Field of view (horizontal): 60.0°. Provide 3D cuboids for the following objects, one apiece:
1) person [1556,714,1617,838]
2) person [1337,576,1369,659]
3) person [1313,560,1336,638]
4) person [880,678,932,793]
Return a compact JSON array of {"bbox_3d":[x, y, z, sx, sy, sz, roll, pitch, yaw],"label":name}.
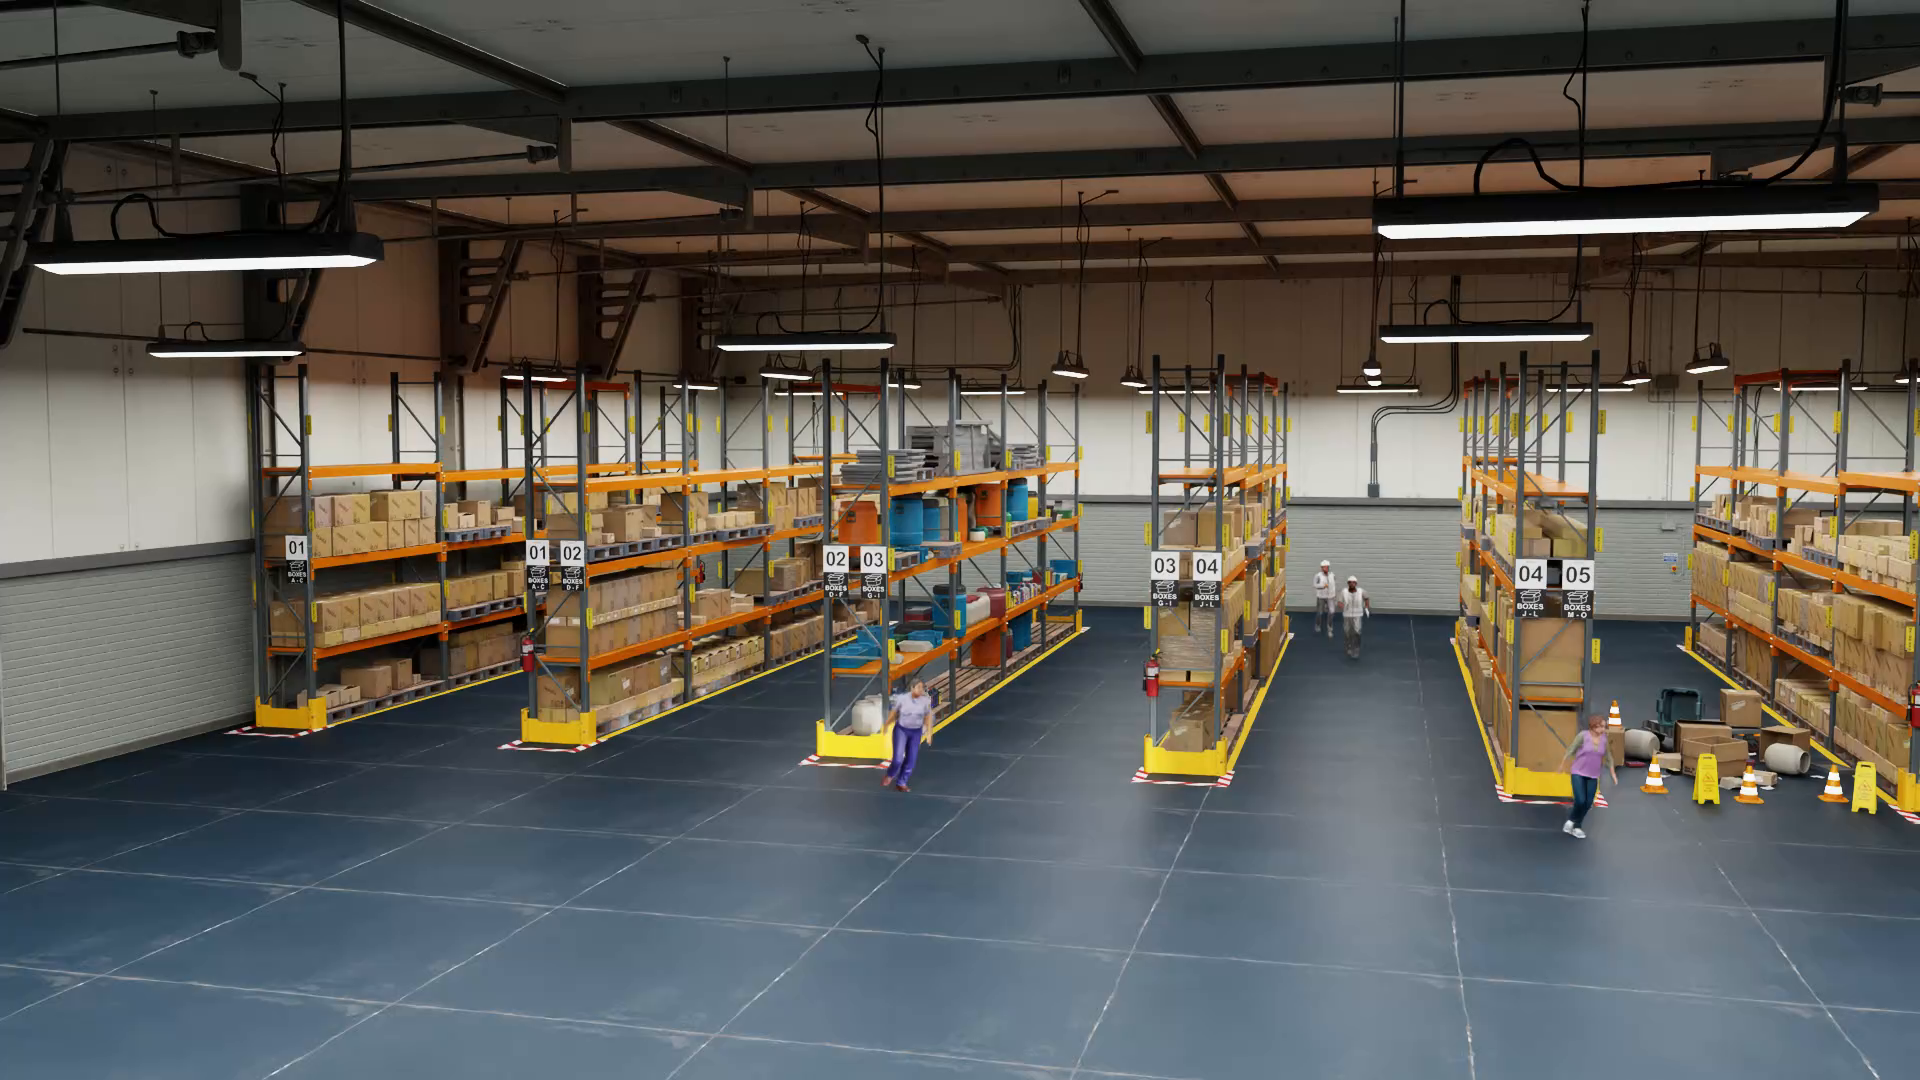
[{"bbox_3d":[7.574,2.849,20.049,0.544,1.547,0.603,-1,4,-9],"label":"person"},{"bbox_3d":[8.427,1.659,35.639,0.668,1.784,0.791,1,4,14],"label":"person"},{"bbox_3d":[8.680,1.392,39.532,0.638,1.833,0.849,0,4,-4],"label":"person"},{"bbox_3d":[-0.735,2.657,22.647,0.650,1.588,0.550,-2,4,-21],"label":"person"}]
